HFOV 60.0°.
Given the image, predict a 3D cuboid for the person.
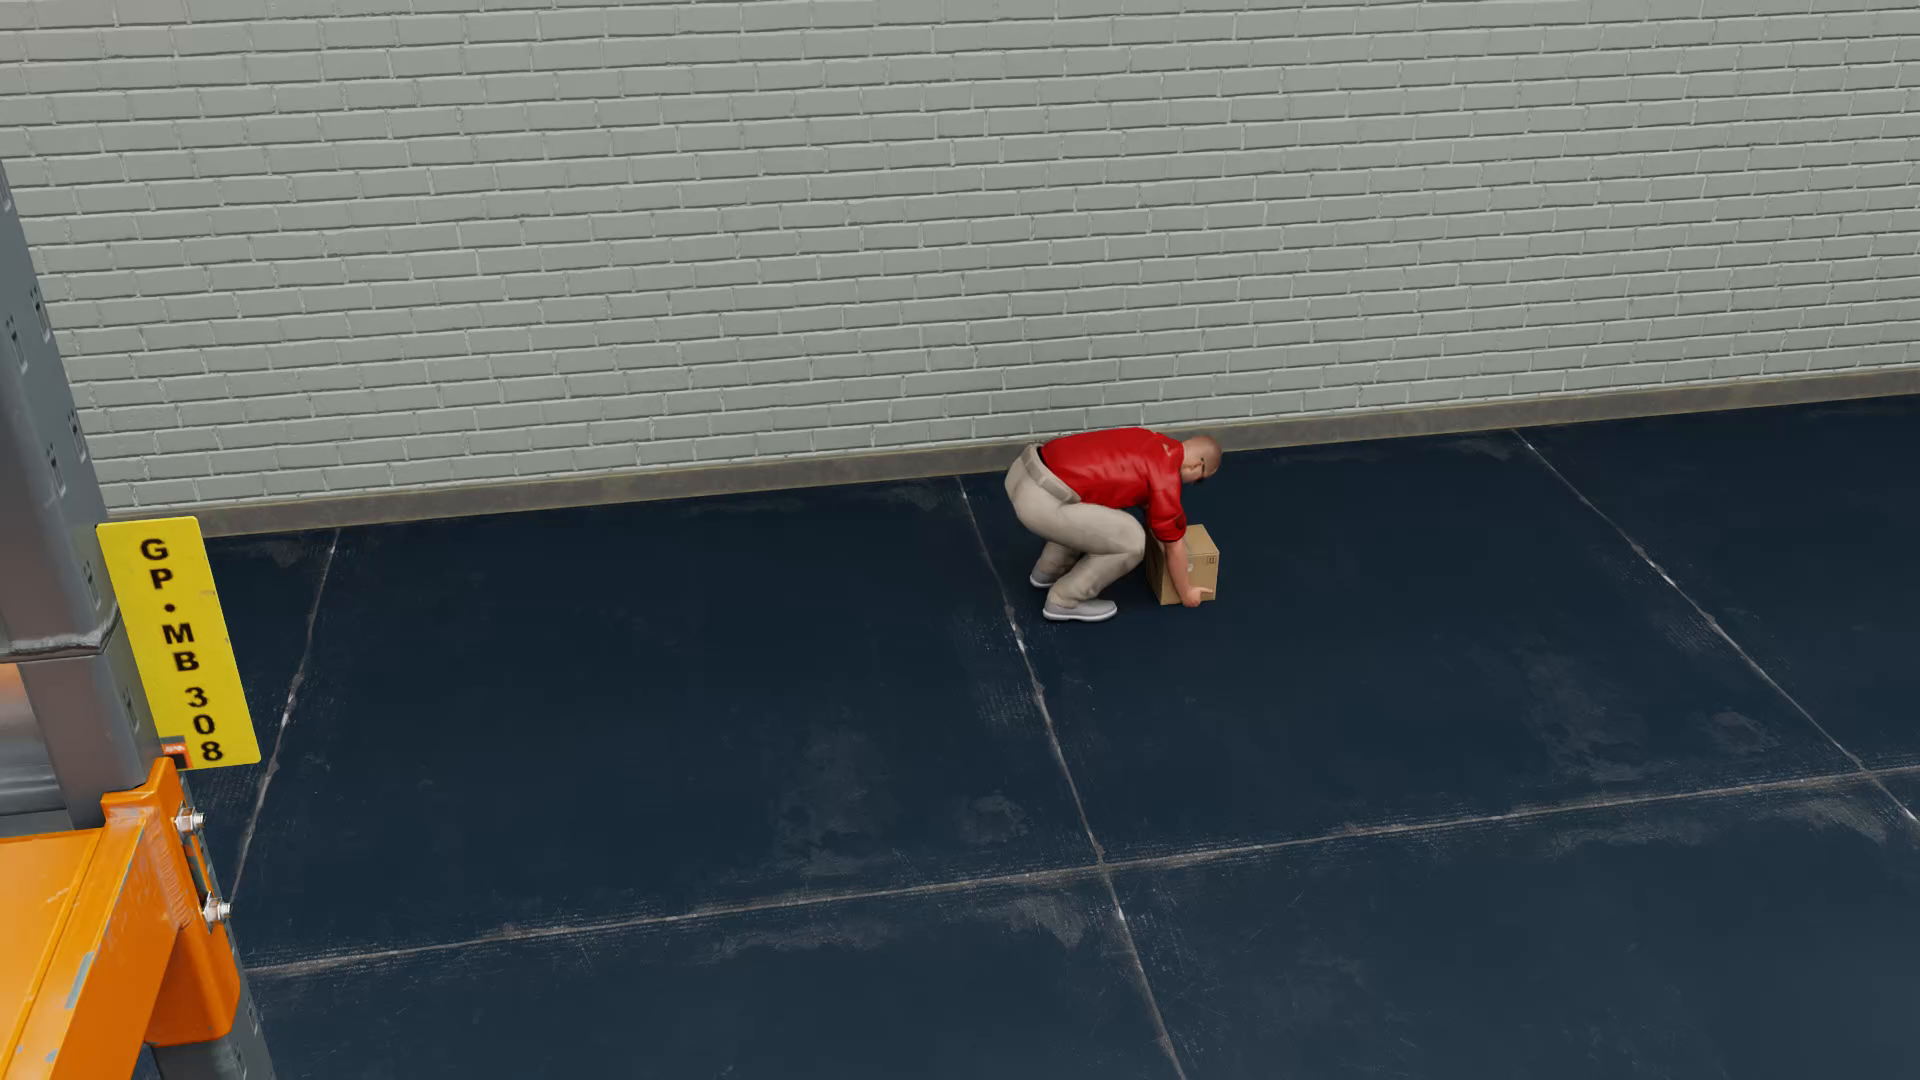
[{"bbox_3d":[0.668,-0.087,7.246,0.954,0.805,0.536,-6,31,-10],"label":"person"}]
